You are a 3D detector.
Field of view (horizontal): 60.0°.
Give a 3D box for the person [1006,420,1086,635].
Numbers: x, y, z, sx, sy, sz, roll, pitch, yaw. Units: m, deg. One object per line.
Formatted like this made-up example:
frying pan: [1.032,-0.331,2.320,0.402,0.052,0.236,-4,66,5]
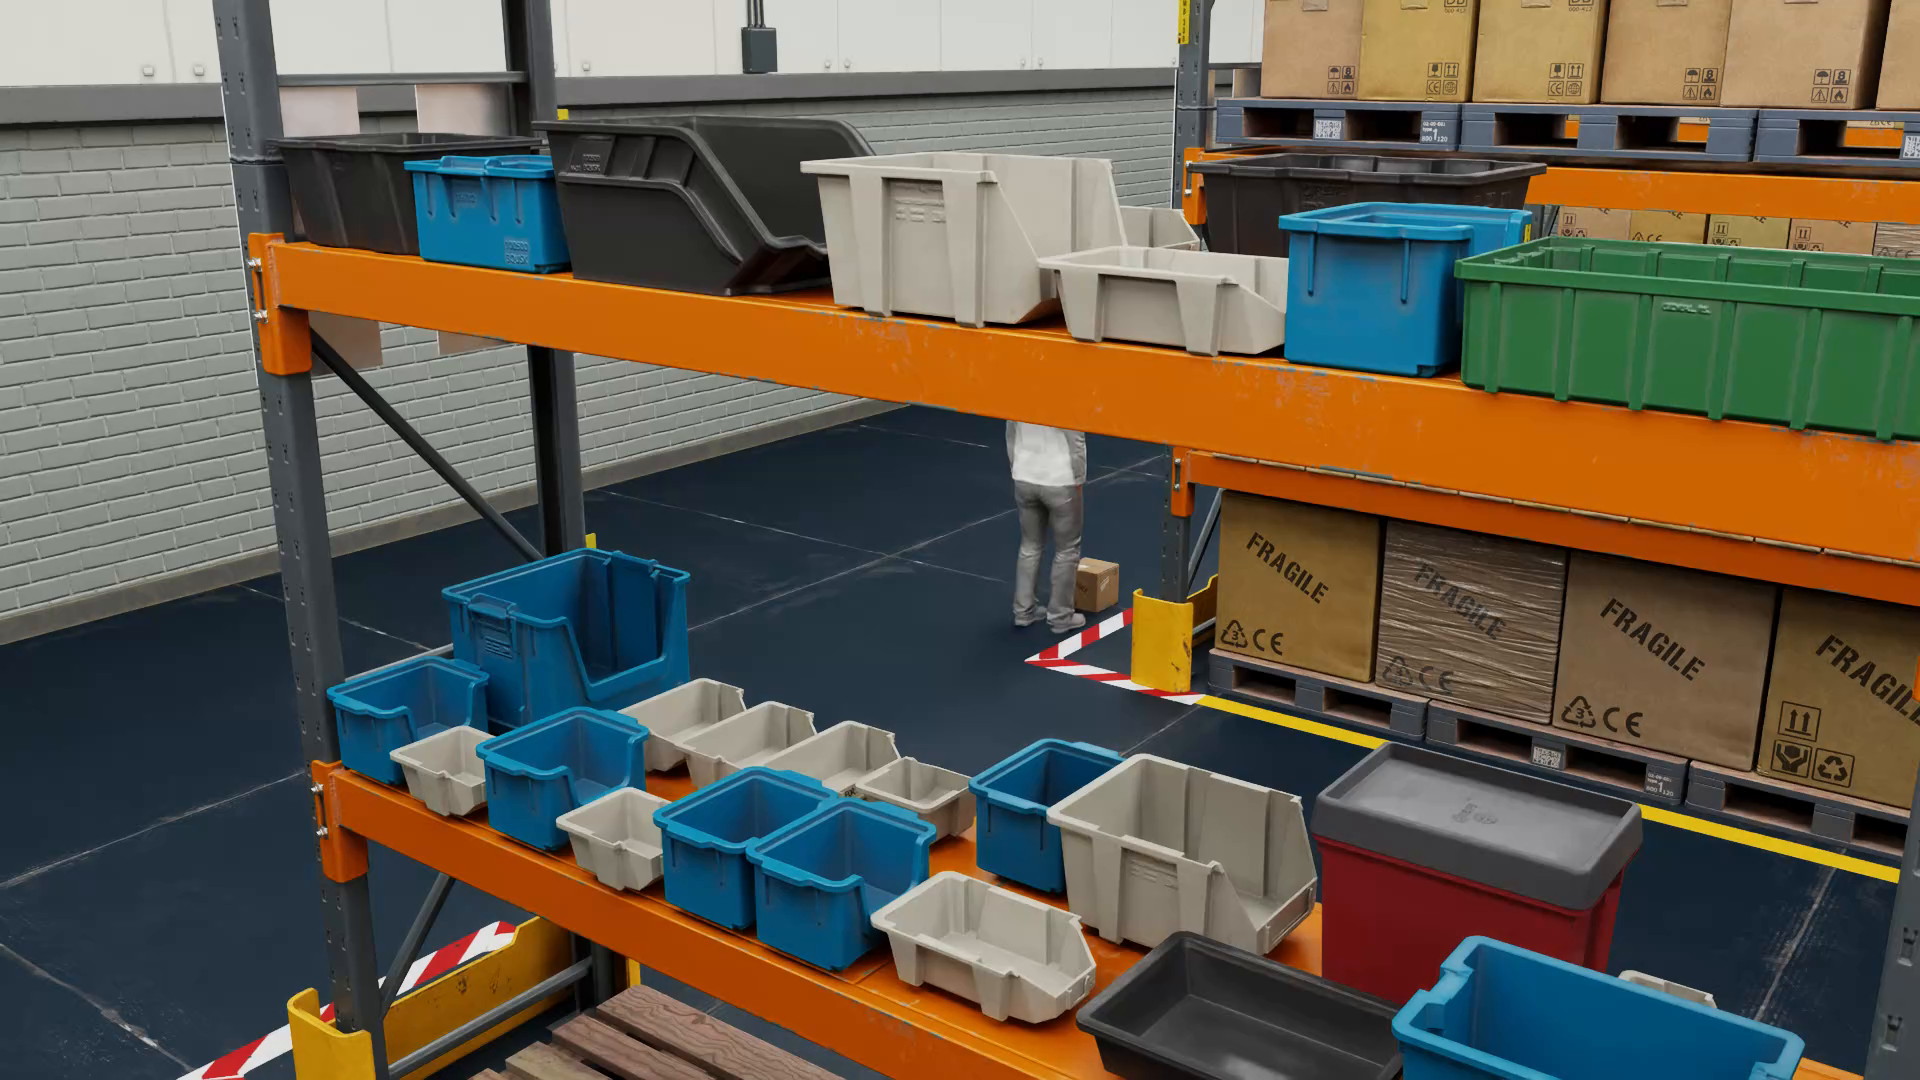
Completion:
person: [0.500,-0.340,9.676,0.534,1.768,0.356,12,20,36]
